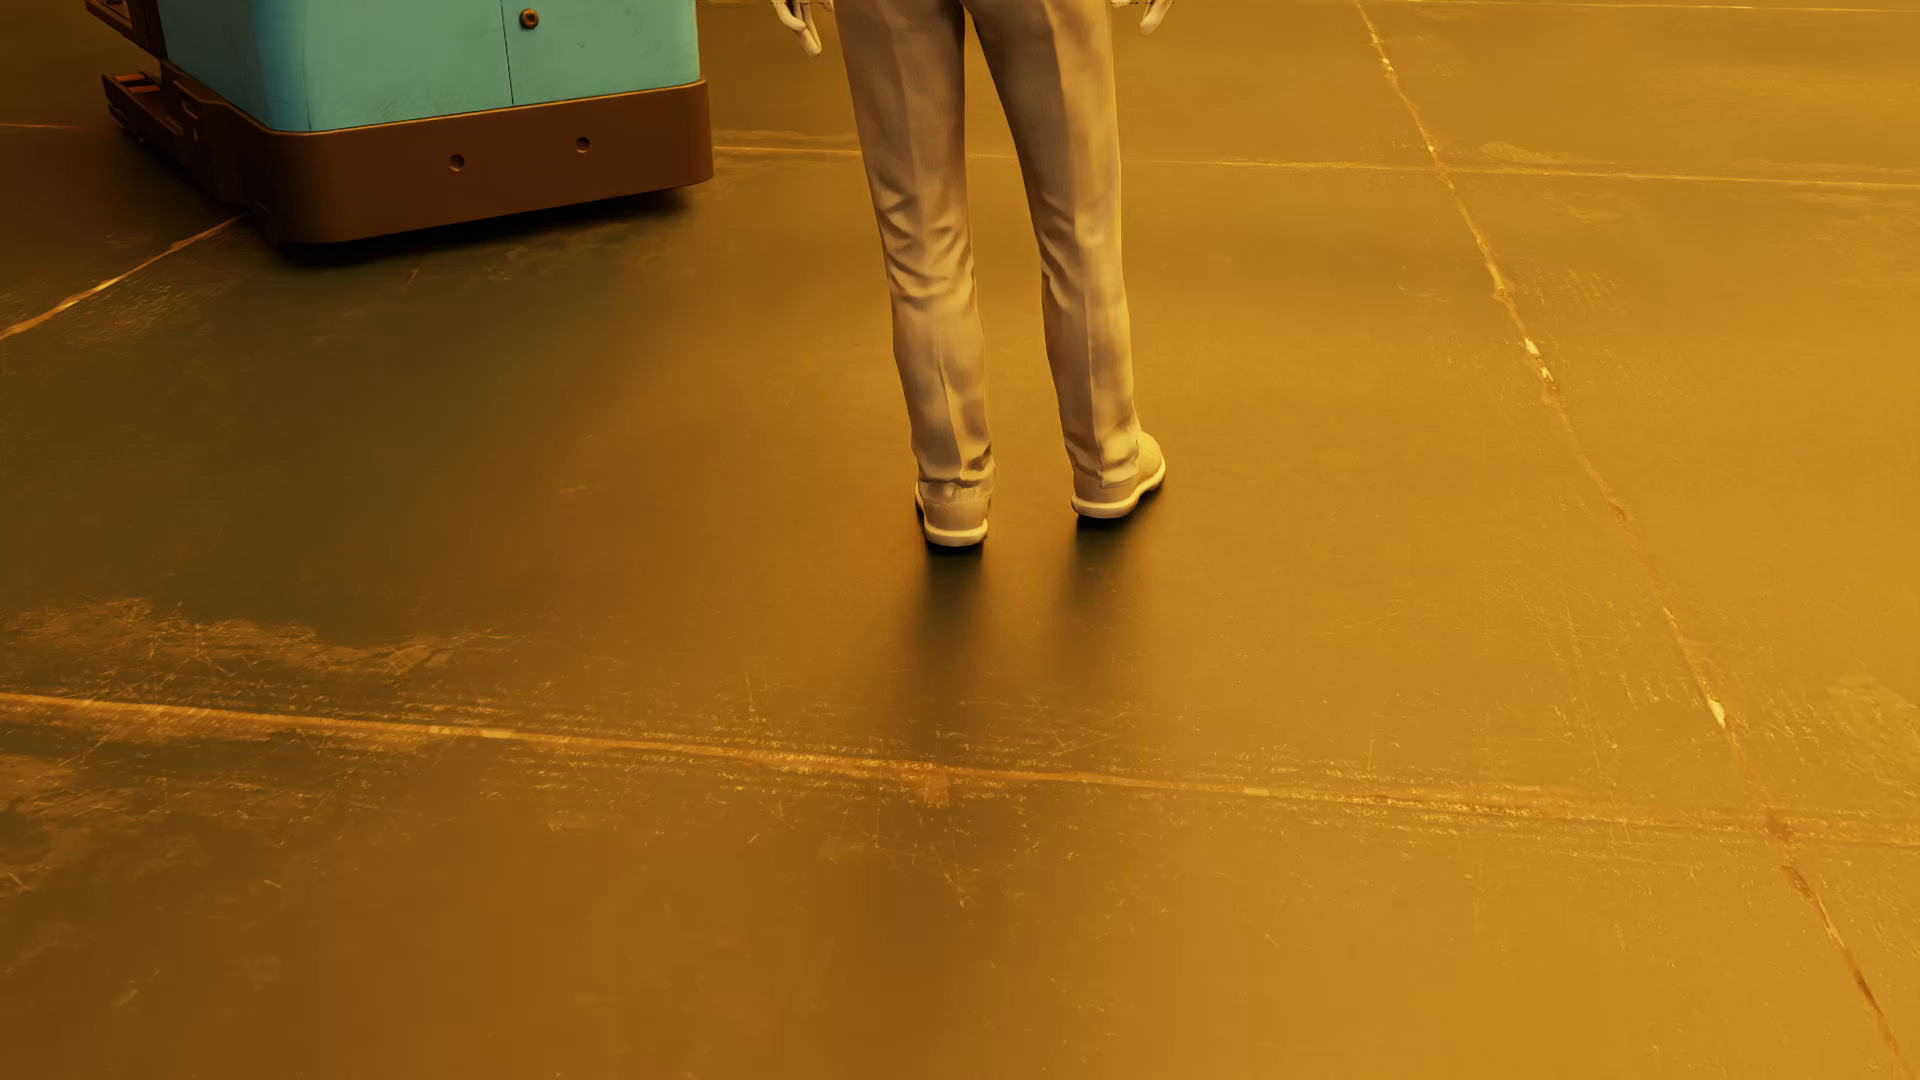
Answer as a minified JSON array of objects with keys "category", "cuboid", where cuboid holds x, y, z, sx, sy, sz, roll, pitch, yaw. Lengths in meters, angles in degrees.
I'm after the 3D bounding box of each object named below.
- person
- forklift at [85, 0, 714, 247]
[{"category":"person","cuboid":[0.015,-0.794,2.177,0.587,1.696,0.534,3,27,7]},{"category":"forklift","cuboid":[-1.875,-2.562,4.353,1.130,2.935,3.031,-17,31,-31]}]
